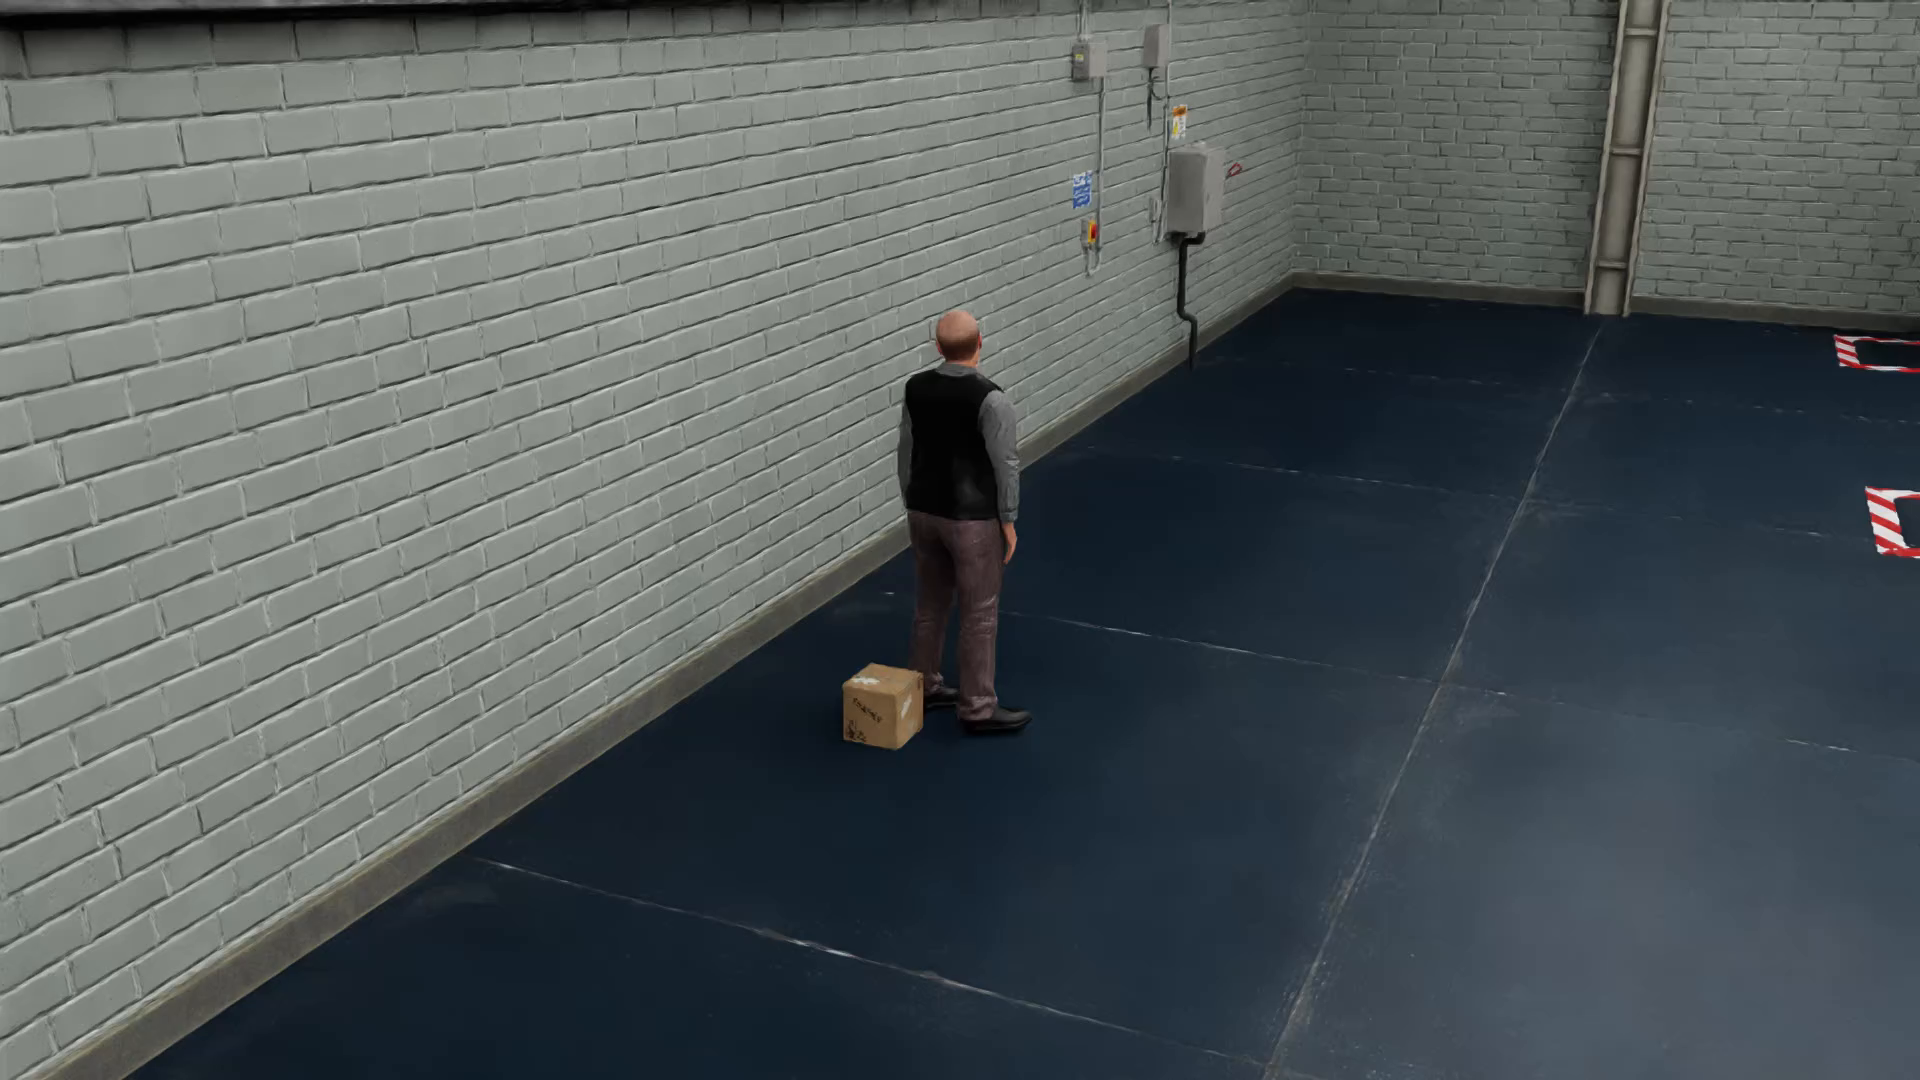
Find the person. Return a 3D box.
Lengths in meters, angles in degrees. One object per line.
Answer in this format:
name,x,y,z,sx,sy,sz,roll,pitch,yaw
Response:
person,0.009,-0.074,6.785,0.594,1.728,0.365,15,24,37
